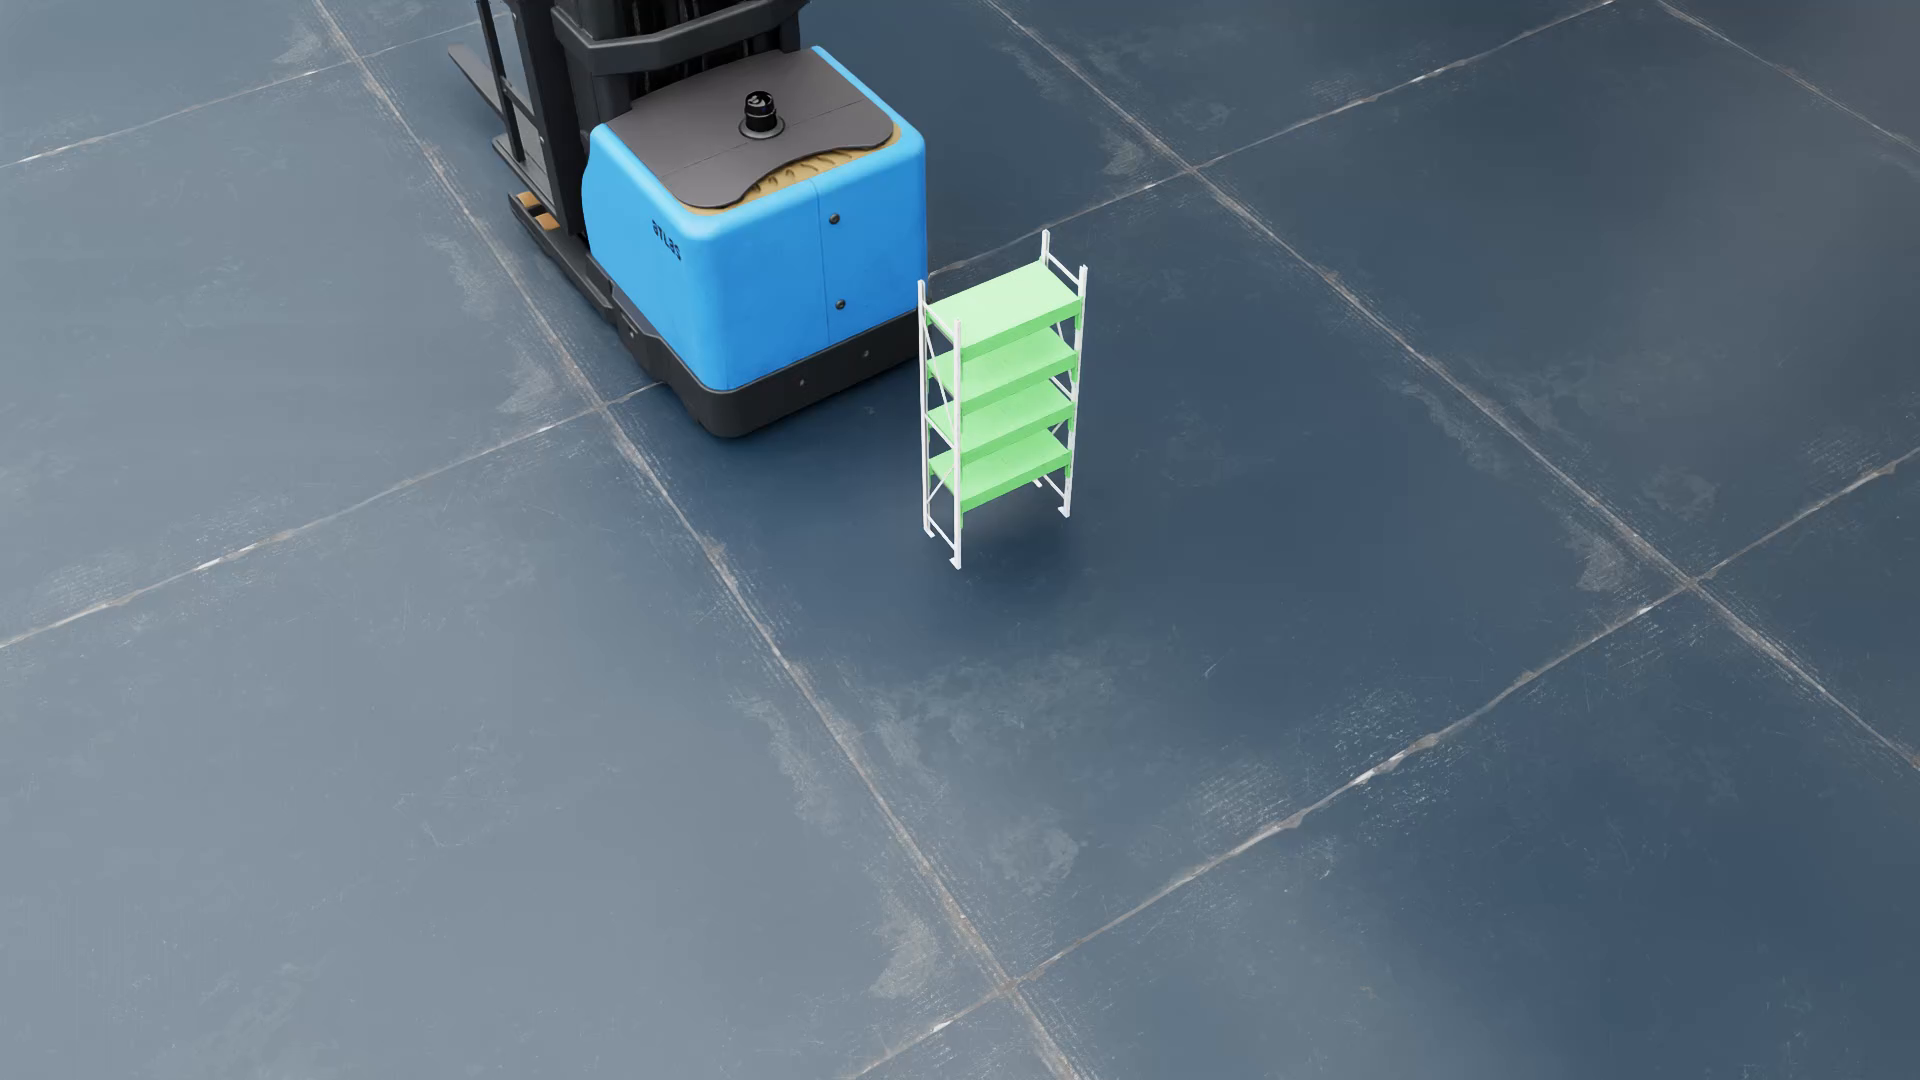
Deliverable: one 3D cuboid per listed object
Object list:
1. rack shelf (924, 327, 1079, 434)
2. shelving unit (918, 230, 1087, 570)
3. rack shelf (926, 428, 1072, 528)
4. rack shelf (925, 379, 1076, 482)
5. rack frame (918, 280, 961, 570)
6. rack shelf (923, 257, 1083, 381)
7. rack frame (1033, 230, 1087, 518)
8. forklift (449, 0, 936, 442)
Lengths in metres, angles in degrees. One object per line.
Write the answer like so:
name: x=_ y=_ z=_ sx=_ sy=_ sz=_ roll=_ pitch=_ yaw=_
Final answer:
rack shelf: x=0.140 y=-0.582 z=5.729 sx=0.480 sy=0.148 sz=0.258 roll=-25 pitch=53 yaw=-21
shelving unit: x=0.140 y=-0.465 z=5.861 sx=0.503 sy=1.200 sz=0.258 roll=-25 pitch=53 yaw=-21
rack shelf: x=0.140 y=-0.263 z=6.088 sx=0.480 sy=0.148 sz=0.258 roll=-25 pitch=53 yaw=-21
rack shelf: x=0.140 y=-0.422 z=5.908 sx=0.480 sy=0.148 sz=0.258 roll=-25 pitch=53 yaw=-21
rack frame: x=-0.066 y=-0.368 z=5.774 sx=0.015 sy=1.200 sz=0.240 roll=-25 pitch=53 yaw=-21
rack shelf: x=0.140 y=-0.742 z=5.550 sx=0.480 sy=0.148 sz=0.258 roll=-25 pitch=53 yaw=-21
rack frame: x=0.346 y=-0.562 z=5.947 sx=0.015 sy=1.200 sz=0.240 roll=-25 pitch=53 yaw=-21
forklift: x=-1.349 y=-2.432 z=6.453 sx=1.130 sy=2.935 sz=3.031 roll=-27 pitch=54 yaw=-22
